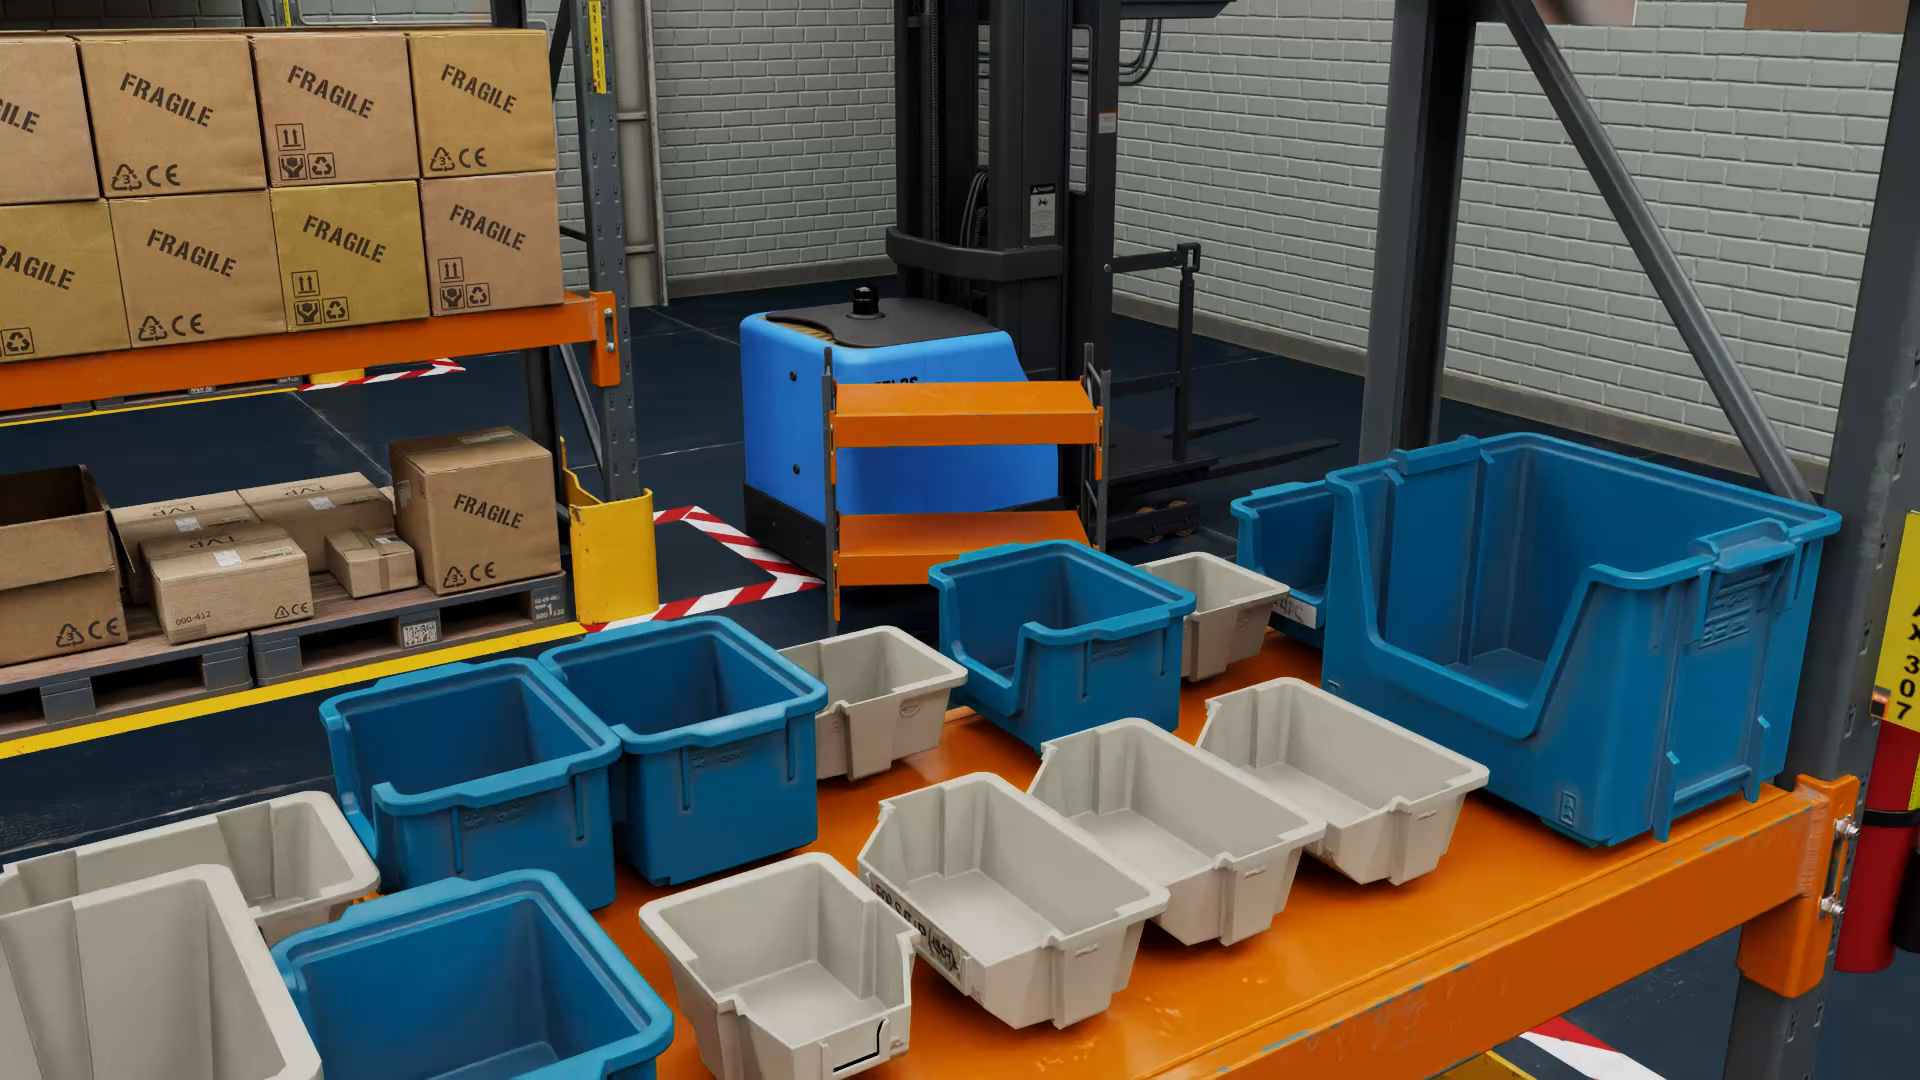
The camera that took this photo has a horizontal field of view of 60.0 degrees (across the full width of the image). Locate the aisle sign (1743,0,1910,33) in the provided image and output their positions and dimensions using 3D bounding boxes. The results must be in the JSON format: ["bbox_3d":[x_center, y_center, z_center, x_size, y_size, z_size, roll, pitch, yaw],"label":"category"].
[{"bbox_3d":[1.317,-1.109,2.282,0.004,0.787,0.394,-12,22,-31],"label":"aisle sign"}]

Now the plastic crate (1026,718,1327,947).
[{"bbox_3d":[0.265,0.393,2.218,0.243,0.136,0.396,-12,22,-31],"label":"plastic crate"}]

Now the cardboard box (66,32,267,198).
[{"bbox_3d":[-2.697,-1.456,5.650,0.500,0.500,0.500,-11,22,-30],"label":"cardboard box"}]

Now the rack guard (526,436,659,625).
[{"bbox_3d":[-1.688,-0.071,7.174,0.348,0.500,1.175,-12,22,-31],"label":"rack guard"}]

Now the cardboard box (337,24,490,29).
[{"bbox_3d":[-2.141,-1.782,6.615,0.500,0.500,0.500,-11,22,-30],"label":"cardboard box"}]

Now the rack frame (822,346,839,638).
[{"bbox_3d":[-0.497,-0.139,6.398,0.032,1.125,0.500,-1,19,-3],"label":"rack frame"}]

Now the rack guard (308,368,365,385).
[{"bbox_3d":[-4.332,-1.413,11.144,0.348,0.500,1.175,-12,22,-31],"label":"rack guard"}]

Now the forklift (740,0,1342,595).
[{"bbox_3d":[0.523,-1.501,7.608,3.031,2.935,1.130,-12,22,-32],"label":"forklift"}]

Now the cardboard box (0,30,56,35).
[{"bbox_3d":[-3.417,-1.511,5.814,0.500,0.500,0.500,-12,22,-32],"label":"cardboard box"}]

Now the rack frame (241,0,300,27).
[{"bbox_3d":[-4.353,-2.593,10.731,0.127,3.000,1.000,-12,22,-31],"label":"rack frame"}]

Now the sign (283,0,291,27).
[{"bbox_3d":[-4.066,-3.106,10.071,0.005,0.325,0.100,-12,22,-31],"label":"sign"}]

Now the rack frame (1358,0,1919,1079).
[{"bbox_3d":[1.098,0.058,2.890,0.053,2.616,0.949,-12,22,-31],"label":"rack frame"}]

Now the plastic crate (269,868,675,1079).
[{"bbox_3d":[-0.478,0.538,1.637,0.300,0.233,0.416,-12,22,-31],"label":"plastic crate"}]

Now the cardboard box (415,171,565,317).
[{"bbox_3d":[-1.849,-1.164,6.349,0.500,0.500,0.500,-11,22,-30],"label":"cardboard box"}]

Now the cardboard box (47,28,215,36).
[{"bbox_3d":[-2.994,-1.601,6.080,0.500,0.500,0.500,-12,22,-31],"label":"cardboard box"}]

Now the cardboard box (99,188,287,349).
[{"bbox_3d":[-2.700,-0.986,5.820,0.500,0.500,0.500,-12,22,-31],"label":"cardboard box"}]

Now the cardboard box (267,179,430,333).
[{"bbox_3d":[-2.281,-1.072,6.076,0.500,0.500,0.500,-12,22,-31],"label":"cardboard box"}]

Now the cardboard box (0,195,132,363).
[{"bbox_3d":[-3.121,-0.897,5.558,0.500,0.500,0.500,-12,22,-32],"label":"cardboard box"}]

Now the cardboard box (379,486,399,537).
[{"bbox_3d":[-2.373,-0.109,7.120,0.250,0.166,0.380,-12,22,-31],"label":"cardboard box"}]

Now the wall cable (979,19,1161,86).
[{"bbox_3d":[0.568,-4.865,12.932,0.112,2.526,3.097,-12,22,-31],"label":"wall cable"}]

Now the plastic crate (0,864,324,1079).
[{"bbox_3d":[-0.868,0.570,1.468,0.530,0.282,0.437,-12,22,-31],"label":"plastic crate"}]

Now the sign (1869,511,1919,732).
[{"bbox_3d":[1.412,0.124,2.440,0.005,0.325,0.100,-12,22,-31],"label":"sign"}]

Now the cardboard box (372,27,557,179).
[{"bbox_3d":[-1.845,-1.638,6.188,0.500,0.500,0.500,-12,22,-32],"label":"cardboard box"}]

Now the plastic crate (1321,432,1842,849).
[{"bbox_3d":[0.919,0.121,2.555,0.499,0.435,0.616,-12,22,-31],"label":"plastic crate"}]

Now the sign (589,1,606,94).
[{"bbox_3d":[-1.337,-1.815,6.128,0.005,0.325,0.100,-12,22,-31],"label":"sign"}]

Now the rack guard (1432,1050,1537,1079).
[{"bbox_3d":[1.109,1.233,3.316,0.348,0.500,1.175,-12,22,-31],"label":"rack guard"}]

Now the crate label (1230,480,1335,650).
[{"bbox_3d":[0.709,0.063,3.042,0.303,0.233,0.416,-12,22,-31],"label":"crate label"}]

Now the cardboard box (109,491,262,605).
[{"bbox_3d":[-3.070,0.022,6.604,0.500,0.250,0.500,-12,22,-31],"label":"cardboard box"}]

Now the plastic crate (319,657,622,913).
[{"bbox_3d":[-0.641,0.348,2.199,0.300,0.233,0.416,-12,22,-31],"label":"plastic crate"}]

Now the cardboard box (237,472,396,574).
[{"bbox_3d":[-2.653,-0.066,6.864,0.500,0.250,0.500,-12,22,-31],"label":"cardboard box"}]

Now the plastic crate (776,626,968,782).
[{"bbox_3d":[-0.171,0.263,2.602,0.298,0.136,0.250,-12,22,-31],"label":"plastic crate"}]

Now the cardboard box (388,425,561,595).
[{"bbox_3d":[-1.944,-0.131,6.665,0.500,0.500,0.500,-12,22,-31],"label":"cardboard box"}]

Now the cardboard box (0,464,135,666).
[{"bbox_3d":[-3.399,0.078,6.042,0.637,0.503,0.797,-12,22,-31],"label":"cardboard box"}]

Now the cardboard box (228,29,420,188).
[{"bbox_3d":[-2.267,-1.548,5.924,0.500,0.500,0.500,-11,22,-30],"label":"cardboard box"}]

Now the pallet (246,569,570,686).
[{"bbox_3d":[-2.354,0.207,6.805,1.213,0.211,1.003,-12,22,-31],"label":"pallet"}]

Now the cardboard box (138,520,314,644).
[{"bbox_3d":[-2.754,0.147,6.234,0.500,0.250,0.500,-12,22,-31],"label":"cardboard box"}]

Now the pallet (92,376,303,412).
[{"bbox_3d":[-4.977,-1.110,10.699,1.213,0.211,1.003,-12,22,-31],"label":"pallet"}]

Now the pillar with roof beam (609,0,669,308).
[{"bbox_3d":[-0.206,-4.990,8.455,0.400,9.000,9.100,-12,22,-31],"label":"pillar with roof beam"}]

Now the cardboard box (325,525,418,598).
[{"bbox_3d":[-2.331,0.074,6.579,0.250,0.166,0.380,-12,22,-31],"label":"cardboard box"}]

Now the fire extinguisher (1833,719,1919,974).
[{"bbox_3d":[1.472,0.365,2.684,0.183,0.674,0.296,-12,22,-31],"label":"fire extinguisher"}]

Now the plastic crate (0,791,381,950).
[{"bbox_3d":[-0.956,0.471,1.986,0.466,0.136,0.293,-12,22,-31],"label":"plastic crate"}]

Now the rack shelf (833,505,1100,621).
[{"bbox_3d":[0.010,0.083,6.506,1.000,0.278,0.538,-1,19,-3],"label":"rack shelf"}]

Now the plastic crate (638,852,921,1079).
[{"bbox_3d":[-0.192,0.505,1.884,0.250,0.136,0.298,-12,22,-31],"label":"plastic crate"}]

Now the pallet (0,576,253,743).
[{"bbox_3d":[-3.372,0.420,6.173,1.213,0.211,1.003,-12,22,-31],"label":"pallet"}]

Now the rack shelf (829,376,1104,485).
[{"bbox_3d":[0.010,-0.426,6.334,1.000,0.278,0.538,-1,19,-3],"label":"rack shelf"}]

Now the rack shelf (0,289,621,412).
[{"bbox_3d":[-3.295,-0.576,5.887,4.000,0.370,1.077,-12,22,-31],"label":"rack shelf"}]

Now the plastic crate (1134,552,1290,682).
[{"bbox_3d":[0.395,0.143,2.955,0.298,0.136,0.250,-12,22,-31],"label":"plastic crate"}]

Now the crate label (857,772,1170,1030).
[{"bbox_3d":[0.045,0.448,2.053,0.243,0.136,0.396,-12,22,-31],"label":"crate label"}]

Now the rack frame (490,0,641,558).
[{"bbox_3d":[-1.625,-1.269,6.814,0.127,3.000,1.000,-12,22,-31],"label":"rack frame"}]

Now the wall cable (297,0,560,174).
[{"bbox_3d":[-3.803,-3.553,11.984,1.851,1.984,0.084,-12,22,-31],"label":"wall cable"}]

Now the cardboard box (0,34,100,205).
[{"bbox_3d":[-3.126,-1.365,5.383,0.500,0.500,0.500,-11,22,-30],"label":"cardboard box"}]

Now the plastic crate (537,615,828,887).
[{"bbox_3d":[-0.391,0.295,2.356,0.300,0.233,0.416,-12,22,-31],"label":"plastic crate"}]

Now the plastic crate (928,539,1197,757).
[{"bbox_3d":[0.159,0.179,2.699,0.300,0.233,0.416,-12,22,-31],"label":"plastic crate"}]

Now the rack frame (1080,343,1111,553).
[{"bbox_3d":[0.518,-0.158,6.456,0.032,1.125,0.500,-1,19,-3],"label":"rack frame"}]

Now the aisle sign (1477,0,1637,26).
[{"bbox_3d":[0.993,-1.267,2.749,0.004,0.787,0.394,-12,22,-31],"label":"aisle sign"}]

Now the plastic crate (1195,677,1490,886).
[{"bbox_3d":[0.515,0.346,2.357,0.243,0.136,0.396,-12,22,-31],"label":"plastic crate"}]

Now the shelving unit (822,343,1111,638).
[{"bbox_3d":[0.010,-0.148,6.427,1.048,1.125,0.538,-1,19,-3],"label":"shelving unit"}]

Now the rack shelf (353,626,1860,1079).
[{"bbox_3d":[-0.574,0.750,1.966,4.000,0.370,1.077,-12,22,-31],"label":"rack shelf"}]

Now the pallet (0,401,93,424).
[{"bbox_3d":[-5.995,-0.897,10.067,1.213,0.211,1.003,-12,22,-31],"label":"pallet"}]

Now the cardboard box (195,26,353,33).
[{"bbox_3d":[-2.573,-1.688,6.337,0.500,0.500,0.500,-12,22,-31],"label":"cardboard box"}]
